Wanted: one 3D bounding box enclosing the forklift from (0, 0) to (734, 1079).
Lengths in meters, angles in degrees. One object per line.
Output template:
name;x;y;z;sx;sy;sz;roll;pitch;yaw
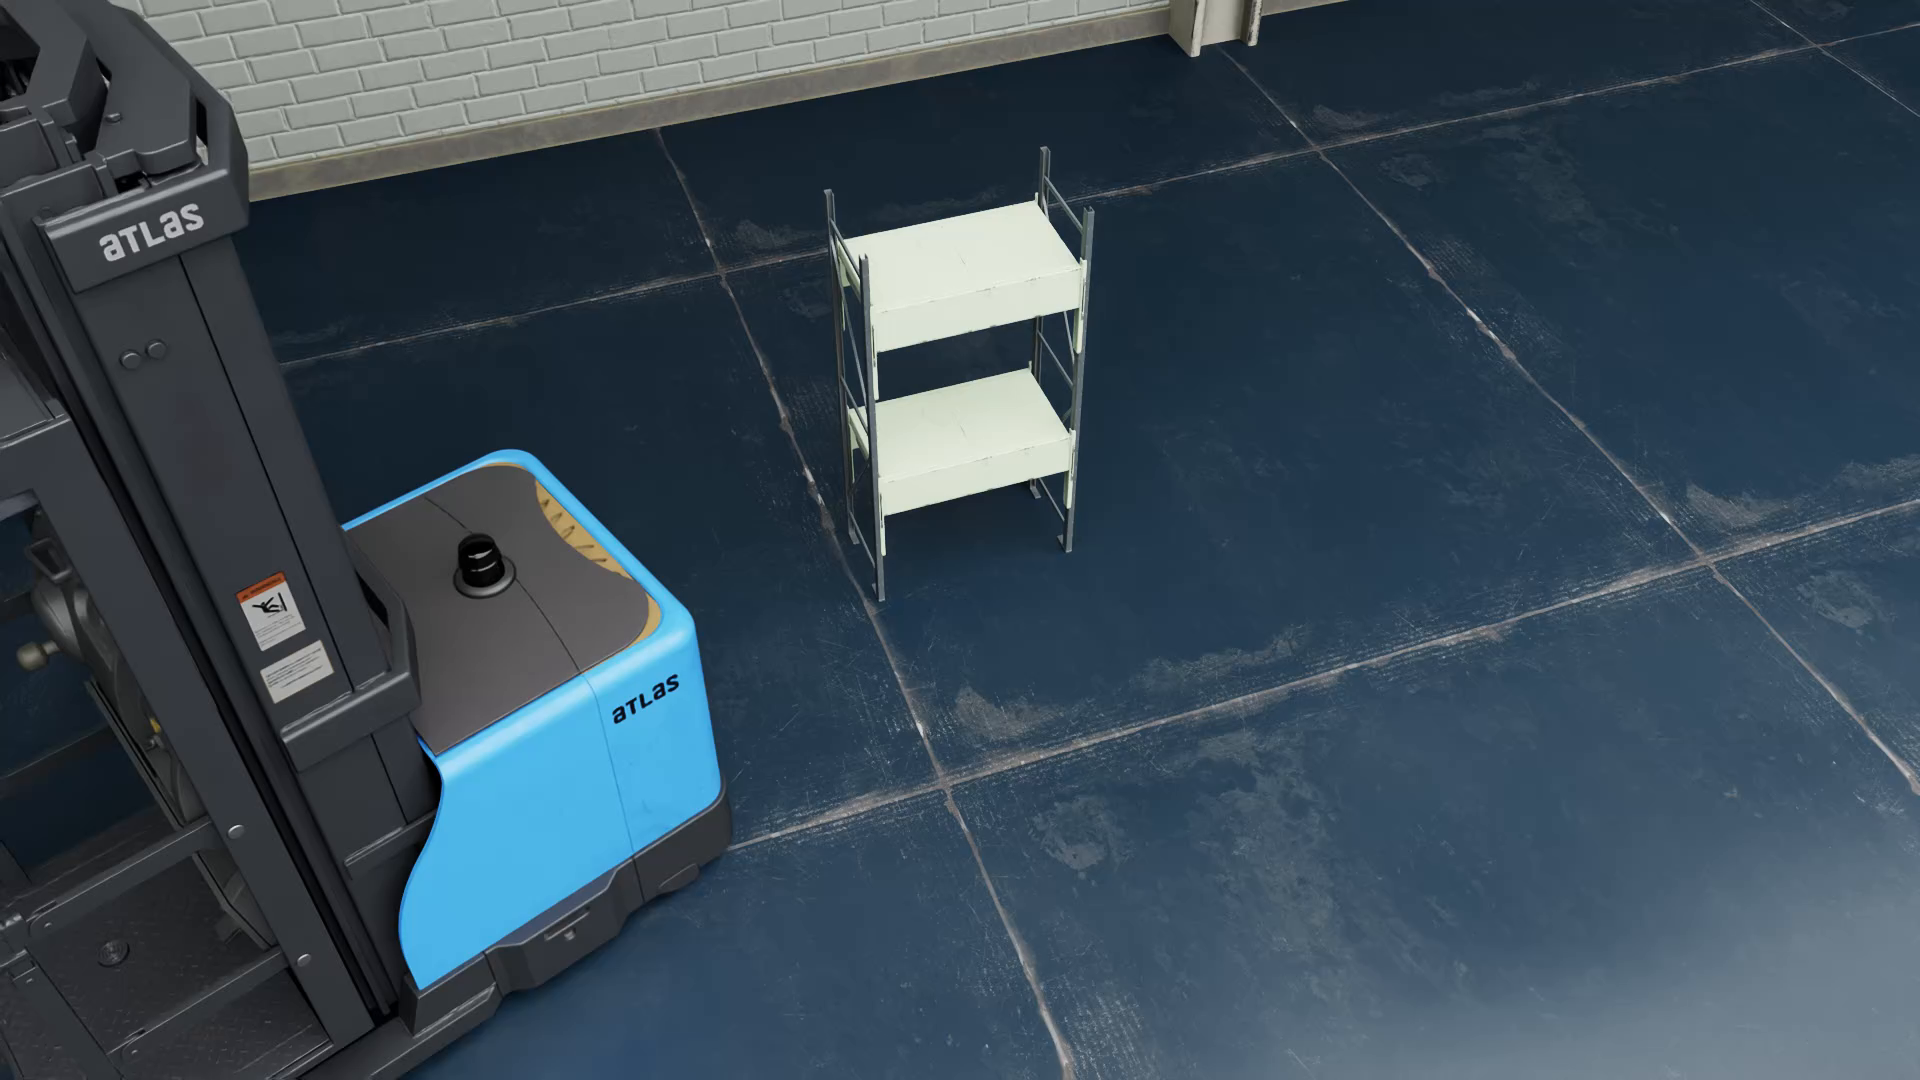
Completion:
forklift;-2.163;0.357;3.825;3.031;2.935;1.130;-31;53;-27

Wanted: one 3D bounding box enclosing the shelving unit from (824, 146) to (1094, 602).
shelving unit;-0.006;-0.528;5.717;0.755;1.500;0.431;-14;47;-14

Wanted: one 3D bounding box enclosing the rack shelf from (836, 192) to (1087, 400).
rack shelf;-0.006;-0.803;5.441;0.720;0.370;0.431;-14;47;-14

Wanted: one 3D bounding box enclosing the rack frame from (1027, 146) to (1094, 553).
rack frame;0.338;-0.616;5.805;0.023;1.500;0.400;-14;47;-14

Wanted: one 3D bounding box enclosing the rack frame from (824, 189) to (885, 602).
rack frame;-0.351;-0.440;5.629;0.023;1.500;0.400;-14;47;-14

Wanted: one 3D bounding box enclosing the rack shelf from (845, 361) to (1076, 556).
rack shelf;-0.006;-0.298;5.948;0.720;0.370;0.431;-14;47;-14

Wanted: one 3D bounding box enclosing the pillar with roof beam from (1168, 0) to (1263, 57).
pillar with roof beam;2.814;-3.014;2.900;0.400;9.000;9.100;-14;47;-14
